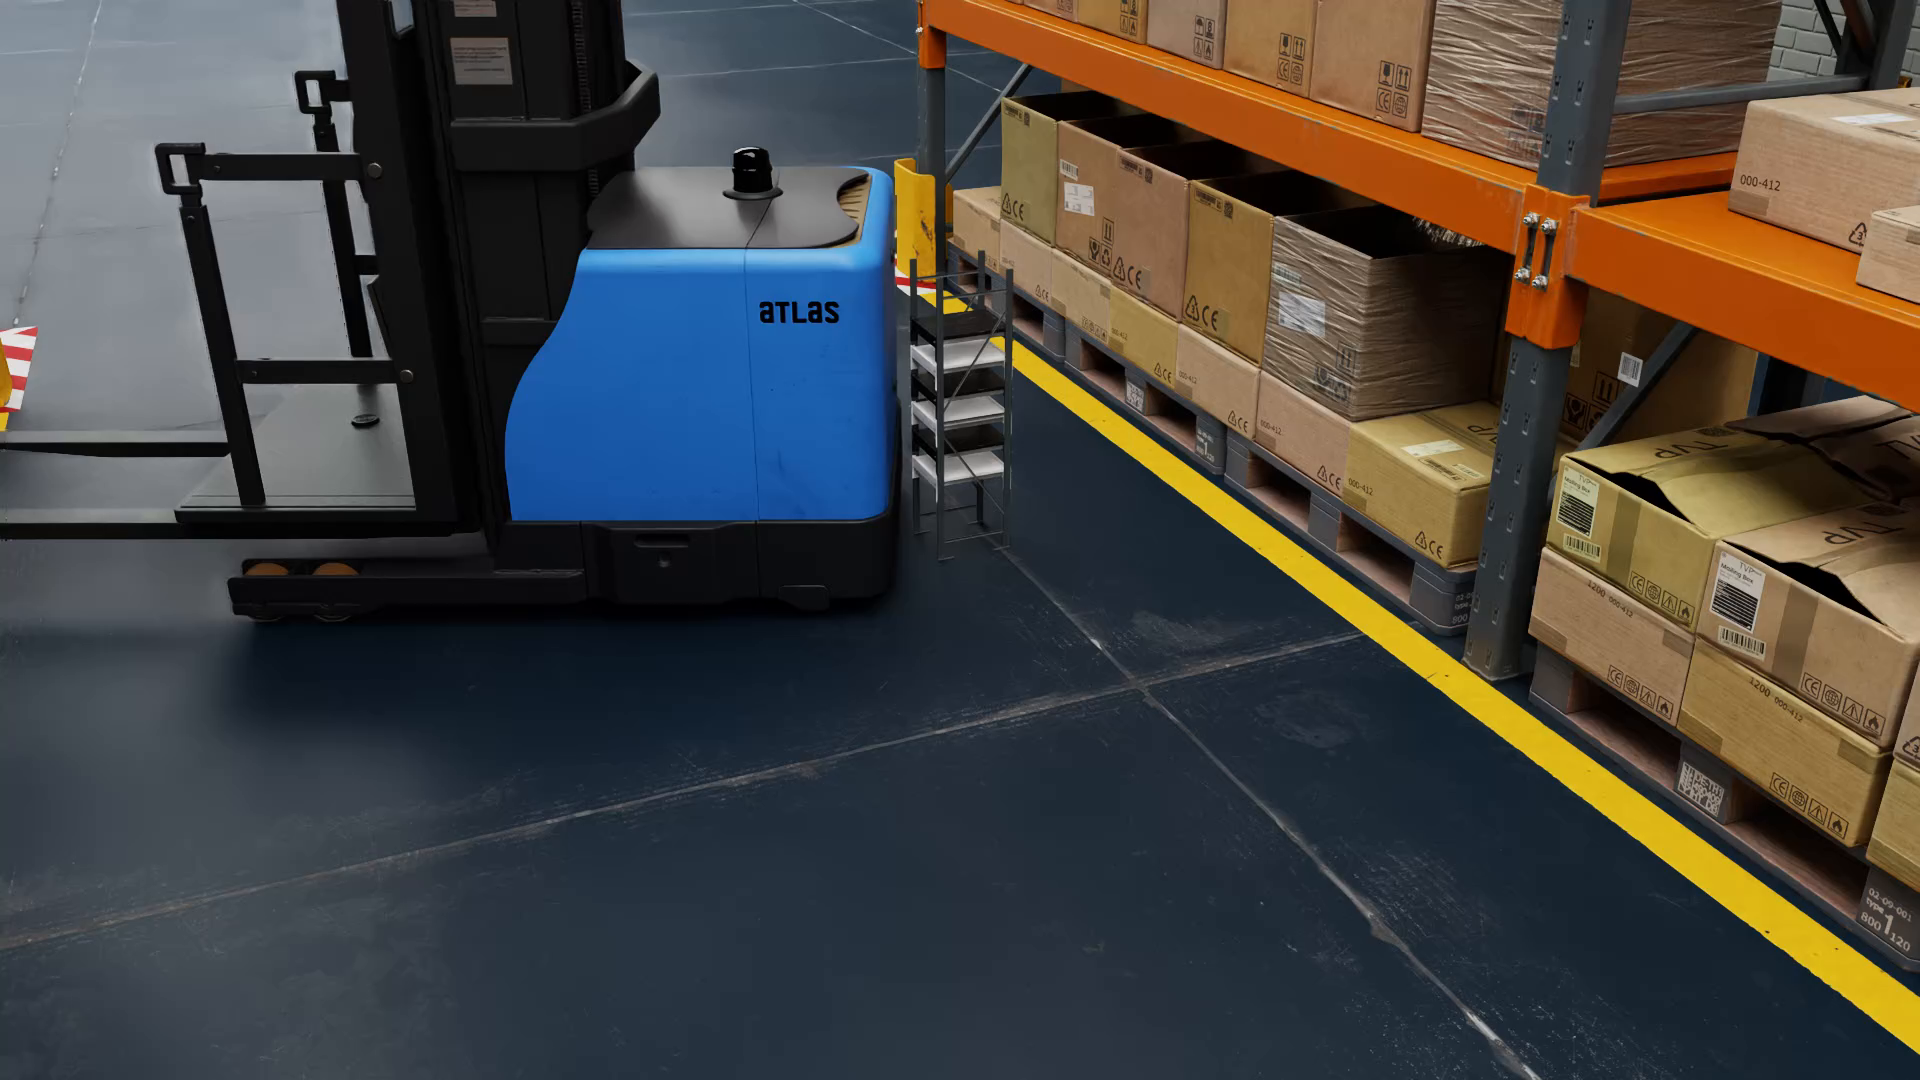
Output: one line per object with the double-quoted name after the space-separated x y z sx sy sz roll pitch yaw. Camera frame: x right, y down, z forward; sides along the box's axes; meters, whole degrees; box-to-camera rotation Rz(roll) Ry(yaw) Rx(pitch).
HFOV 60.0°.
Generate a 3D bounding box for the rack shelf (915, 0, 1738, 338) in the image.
1.073 -1.553 5.833 1.077 0.370 4.000 -11 28 -21 "rack shelf"

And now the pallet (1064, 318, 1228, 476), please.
1.102 -0.638 6.315 1.003 0.211 1.213 -11 28 -21 "pallet"

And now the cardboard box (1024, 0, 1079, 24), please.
0.671 -2.327 6.483 0.700 0.500 0.500 -10 28 -19 "cardboard box"

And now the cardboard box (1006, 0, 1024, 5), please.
0.461 -2.538 6.916 0.700 0.500 0.500 -11 28 -21 "cardboard box"

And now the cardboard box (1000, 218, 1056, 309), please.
0.495 -1.181 6.906 0.500 0.250 0.500 -11 28 -21 "cardboard box"

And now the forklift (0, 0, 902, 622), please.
-1.708 -1.314 4.601 3.031 2.935 1.130 0 26 0 "forklift"

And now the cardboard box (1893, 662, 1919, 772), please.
2.184 0.347 3.137 0.500 0.311 0.500 -12 28 -22 "cardboard box"

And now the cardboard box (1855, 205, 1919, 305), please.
2.016 -0.563 3.272 0.380 0.149 0.250 -11 28 -21 "cardboard box"

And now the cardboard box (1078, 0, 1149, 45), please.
0.860 -2.126 6.071 0.700 0.500 0.500 -10 28 -20 "cardboard box"

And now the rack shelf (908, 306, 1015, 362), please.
0.003 -0.614 4.942 0.258 0.077 0.200 -11 28 -21 "rack shelf"

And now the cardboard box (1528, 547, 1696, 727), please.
1.787 0.183 4.111 0.500 0.250 0.500 -11 28 -22 "cardboard box"

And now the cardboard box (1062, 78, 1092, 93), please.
0.774 -1.809 7.336 0.500 0.500 0.500 -11 28 -21 "cardboard box"

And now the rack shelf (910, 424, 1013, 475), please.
0.003 -0.290 5.100 0.258 0.077 0.200 -11 28 -21 "rack shelf"

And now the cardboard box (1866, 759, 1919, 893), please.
2.191 0.598 3.261 0.500 0.250 0.500 -11 28 -22 "cardboard box"

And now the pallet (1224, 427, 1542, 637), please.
1.584 -0.144 5.305 1.003 0.211 1.213 -11 28 -21 "pallet"

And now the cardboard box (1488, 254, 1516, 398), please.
1.760 -0.801 5.272 0.500 0.500 0.500 -11 28 -21 "cardboard box"

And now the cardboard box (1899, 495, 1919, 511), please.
2.489 0.049 3.747 0.500 0.311 0.500 -10 28 -19 "cardboard box"

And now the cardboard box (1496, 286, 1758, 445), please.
1.963 -0.600 4.861 0.500 0.500 0.500 -11 28 -21 "cardboard box"

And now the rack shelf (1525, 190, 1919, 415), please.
2.640 0.061 2.525 1.077 0.370 4.000 -11 28 -21 "rack shelf"

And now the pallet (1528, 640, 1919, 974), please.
2.181 0.475 4.037 1.003 0.211 1.213 -11 28 -21 "pallet"

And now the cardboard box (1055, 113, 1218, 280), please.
0.701 -1.318 6.332 0.500 0.500 0.500 -11 28 -21 "cardboard box"

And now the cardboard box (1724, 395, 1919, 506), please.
2.279 -0.160 4.175 0.500 0.311 0.500 -11 28 -21 "cardboard box"

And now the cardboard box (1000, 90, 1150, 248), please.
0.493 -1.518 6.741 0.500 0.500 0.500 -11 28 -21 "cardboard box"

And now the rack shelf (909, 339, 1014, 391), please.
0.003 -0.533 4.981 0.258 0.077 0.200 -11 28 -21 "rack shelf"

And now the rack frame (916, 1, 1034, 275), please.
0.290 -2.684 7.328 1.000 3.000 0.127 -11 28 -21 "rack frame"

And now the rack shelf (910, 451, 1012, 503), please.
0.003 -0.209 5.139 0.258 0.077 0.200 -11 28 -21 "rack shelf"

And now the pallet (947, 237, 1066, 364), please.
0.628 -1.129 7.323 1.003 0.211 1.213 -11 28 -21 "pallet"

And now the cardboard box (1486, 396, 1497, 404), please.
1.763 -0.464 5.438 0.500 0.250 0.500 -11 28 -21 "cardboard box"

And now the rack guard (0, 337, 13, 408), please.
-4.196 -0.689 6.091 1.175 0.500 0.348 -11 28 -21 "rack guard"

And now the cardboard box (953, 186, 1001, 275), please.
0.295 -1.382 7.318 0.500 0.250 0.500 -11 28 -21 "cardboard box"

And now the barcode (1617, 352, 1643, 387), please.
1.573 -0.401 3.905 0.001 0.075 0.075 -11 28 -21 "barcode"

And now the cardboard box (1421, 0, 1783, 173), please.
1.677 -1.292 4.364 0.700 0.500 0.500 -11 28 -22 "cardboard box"

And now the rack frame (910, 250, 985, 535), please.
-0.037 -0.442 5.130 0.240 0.900 0.006 -11 28 -21 "rack frame"

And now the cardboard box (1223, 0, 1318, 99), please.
1.272 -1.707 5.214 0.700 0.500 0.500 -10 28 -20 "cardboard box"

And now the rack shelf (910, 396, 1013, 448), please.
0.003 -0.371 5.060 0.258 0.077 0.200 -11 28 -21 "rack shelf"

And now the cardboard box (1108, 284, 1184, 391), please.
0.881 -0.777 6.077 0.500 0.250 0.500 -11 28 -21 "cardboard box"

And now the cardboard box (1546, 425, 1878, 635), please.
1.789 -0.065 3.980 0.500 0.311 0.500 -10 28 -20 "cardboard box"

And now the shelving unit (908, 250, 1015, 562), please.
0.003 -0.401 5.046 0.258 0.900 0.210 -11 28 -21 "shelving unit"

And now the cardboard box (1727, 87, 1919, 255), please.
2.090 -0.811 3.662 0.500 0.250 0.500 -9 27 -17 "cardboard box"

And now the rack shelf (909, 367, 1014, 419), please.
0.003 -0.452 5.021 0.258 0.077 0.200 -11 28 -21 "rack shelf"

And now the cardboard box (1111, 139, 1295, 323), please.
0.880 -1.113 5.912 0.500 0.500 0.500 -11 28 -21 "cardboard box"

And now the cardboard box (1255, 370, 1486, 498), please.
1.287 -0.376 5.256 0.500 0.250 0.500 -11 28 -21 "cardboard box"

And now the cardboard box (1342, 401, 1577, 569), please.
1.474 -0.172 4.839 0.500 0.250 0.500 -11 28 -21 "cardboard box"

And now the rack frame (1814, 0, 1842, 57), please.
4.847 -3.537 9.075 1.000 3.000 0.127 -11 28 -21 "rack frame"

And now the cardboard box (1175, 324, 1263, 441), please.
1.078 -0.575 5.664 0.500 0.250 0.500 -11 28 -21 "cardboard box"

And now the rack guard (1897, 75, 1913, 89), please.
4.876 -2.383 9.560 1.175 0.500 0.348 -11 28 -21 "rack guard"

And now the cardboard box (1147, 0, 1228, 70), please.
1.070 -1.914 5.637 0.700 0.500 0.500 -10 28 -19 "cardboard box"

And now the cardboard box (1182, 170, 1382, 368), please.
1.090 -0.914 5.504 0.500 0.500 0.500 -11 28 -21 "cardboard box"

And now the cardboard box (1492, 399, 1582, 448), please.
1.954 -0.262 5.022 0.500 0.250 0.500 -11 28 -21 "cardboard box"

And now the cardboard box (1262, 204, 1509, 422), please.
1.289 -0.713 5.092 0.500 0.500 0.500 -11 28 -21 "cardboard box"

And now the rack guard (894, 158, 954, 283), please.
0.281 -1.570 7.897 1.175 0.500 0.348 -11 28 -21 "rack guard"

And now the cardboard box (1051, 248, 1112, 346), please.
0.690 -0.979 6.492 0.500 0.250 0.500 -11 28 -21 "cardboard box"

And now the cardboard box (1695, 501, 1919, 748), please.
1.980 0.138 3.564 0.500 0.311 0.500 -11 28 -21 "cardboard box"

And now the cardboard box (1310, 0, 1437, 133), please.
1.465 -1.504 4.798 0.700 0.500 0.500 -11 28 -21 "cardboard box"

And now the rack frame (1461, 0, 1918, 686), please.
1.857 -1.069 4.021 1.000 3.000 0.127 -11 28 -21 "rack frame"

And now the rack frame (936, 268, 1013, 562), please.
0.043 -0.360 4.962 0.240 0.900 0.006 -11 28 -21 "rack frame"

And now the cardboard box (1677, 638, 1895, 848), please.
1.986 0.390 3.688 0.500 0.250 0.500 -10 28 -19 "cardboard box"
